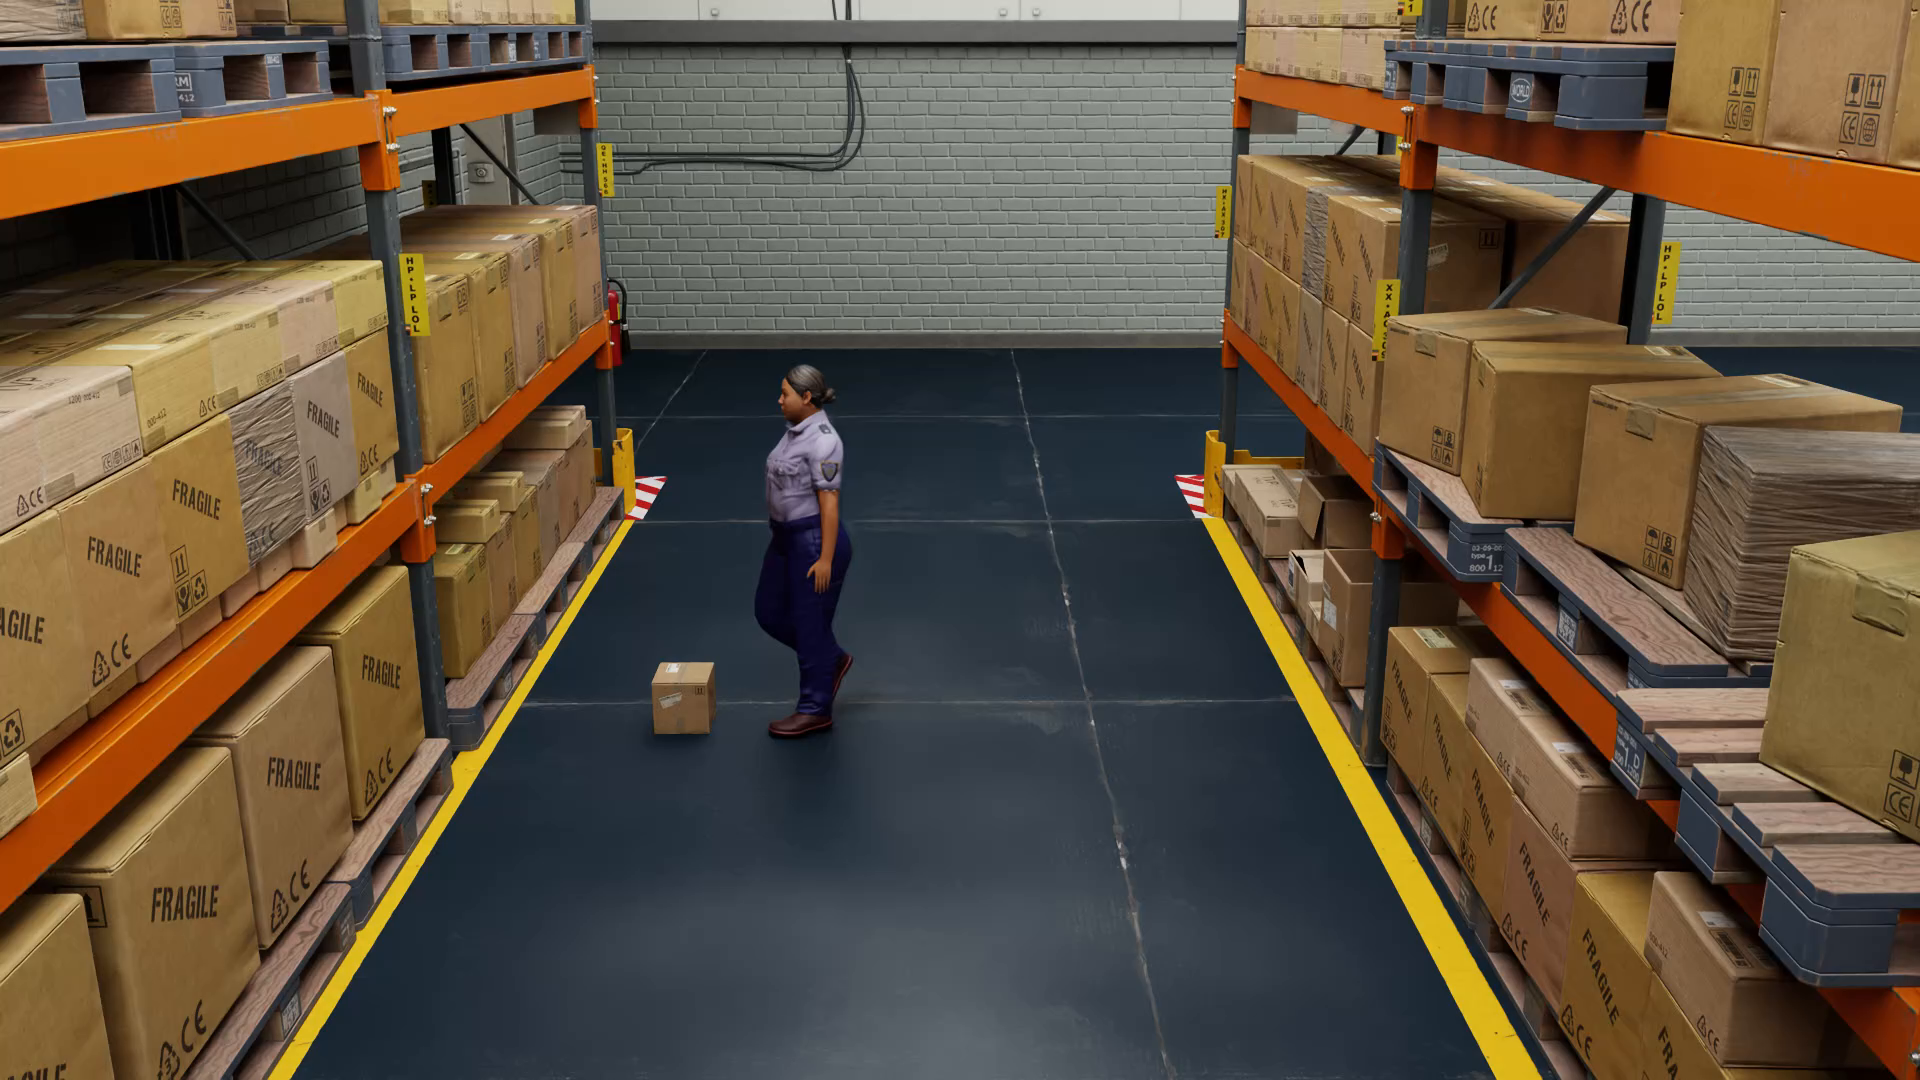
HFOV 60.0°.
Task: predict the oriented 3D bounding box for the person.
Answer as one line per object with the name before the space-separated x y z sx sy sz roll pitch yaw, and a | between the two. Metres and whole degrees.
person | -0.669 0.044 7.415 0.497 1.627 0.504 -8 19 -23
